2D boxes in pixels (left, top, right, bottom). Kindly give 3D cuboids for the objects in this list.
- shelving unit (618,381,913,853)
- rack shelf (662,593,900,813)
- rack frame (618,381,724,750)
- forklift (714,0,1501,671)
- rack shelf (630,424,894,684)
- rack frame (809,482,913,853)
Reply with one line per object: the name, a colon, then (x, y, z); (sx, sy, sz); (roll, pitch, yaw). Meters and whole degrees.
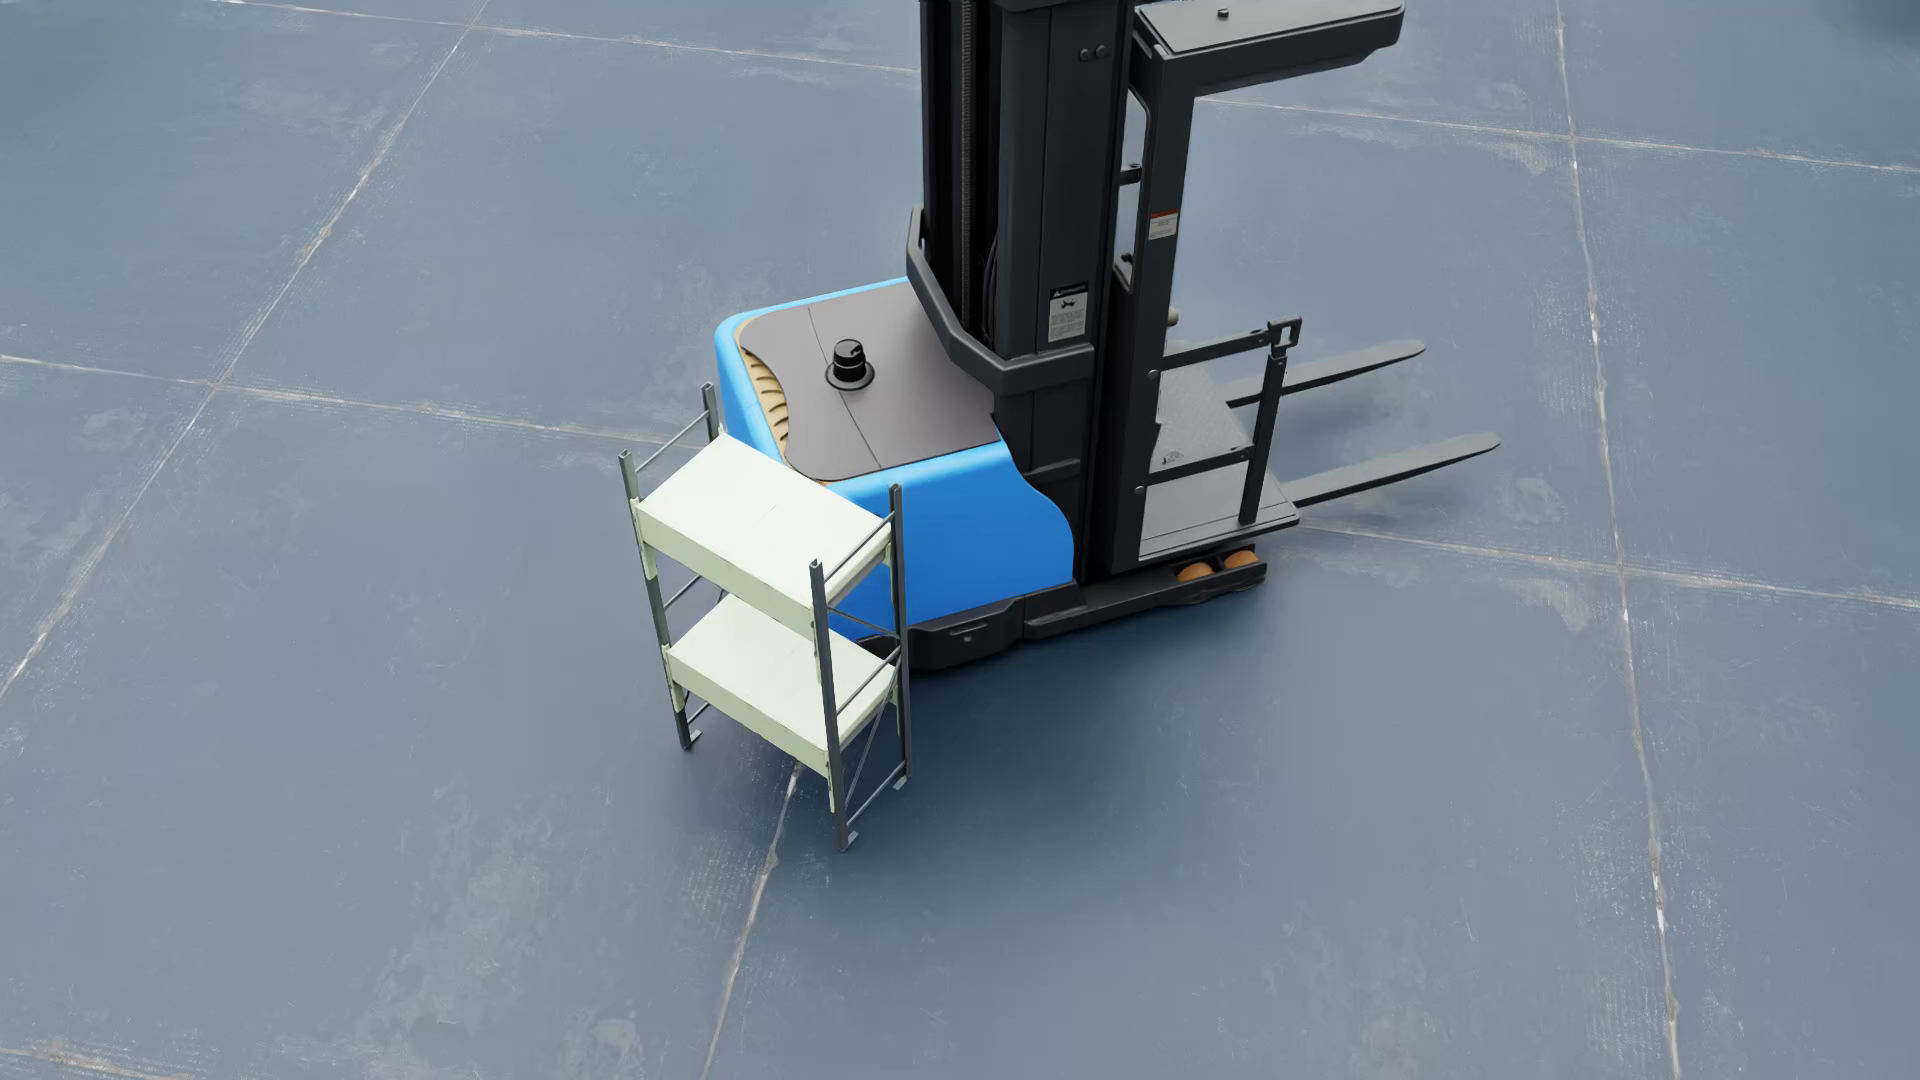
shelving unit: (-0.592, 0.295, 5.449); (0.755, 1.500, 0.431); (28, 54, 23)
rack shelf: (-0.592, 0.513, 5.691); (0.720, 0.370, 0.431); (28, 54, 23)
rack frame: (-0.888, 0.135, 5.593); (0.023, 1.500, 0.400); (28, 54, 23)
forklift: (0.673, -1.089, 5.730); (3.031, 2.935, 1.130); (-15, 50, -13)
rack shelf: (-0.592, 0.034, 5.158); (0.720, 0.370, 0.431); (28, 54, 23)
rack frame: (-0.296, 0.455, 5.304); (0.023, 1.500, 0.400); (28, 54, 23)
